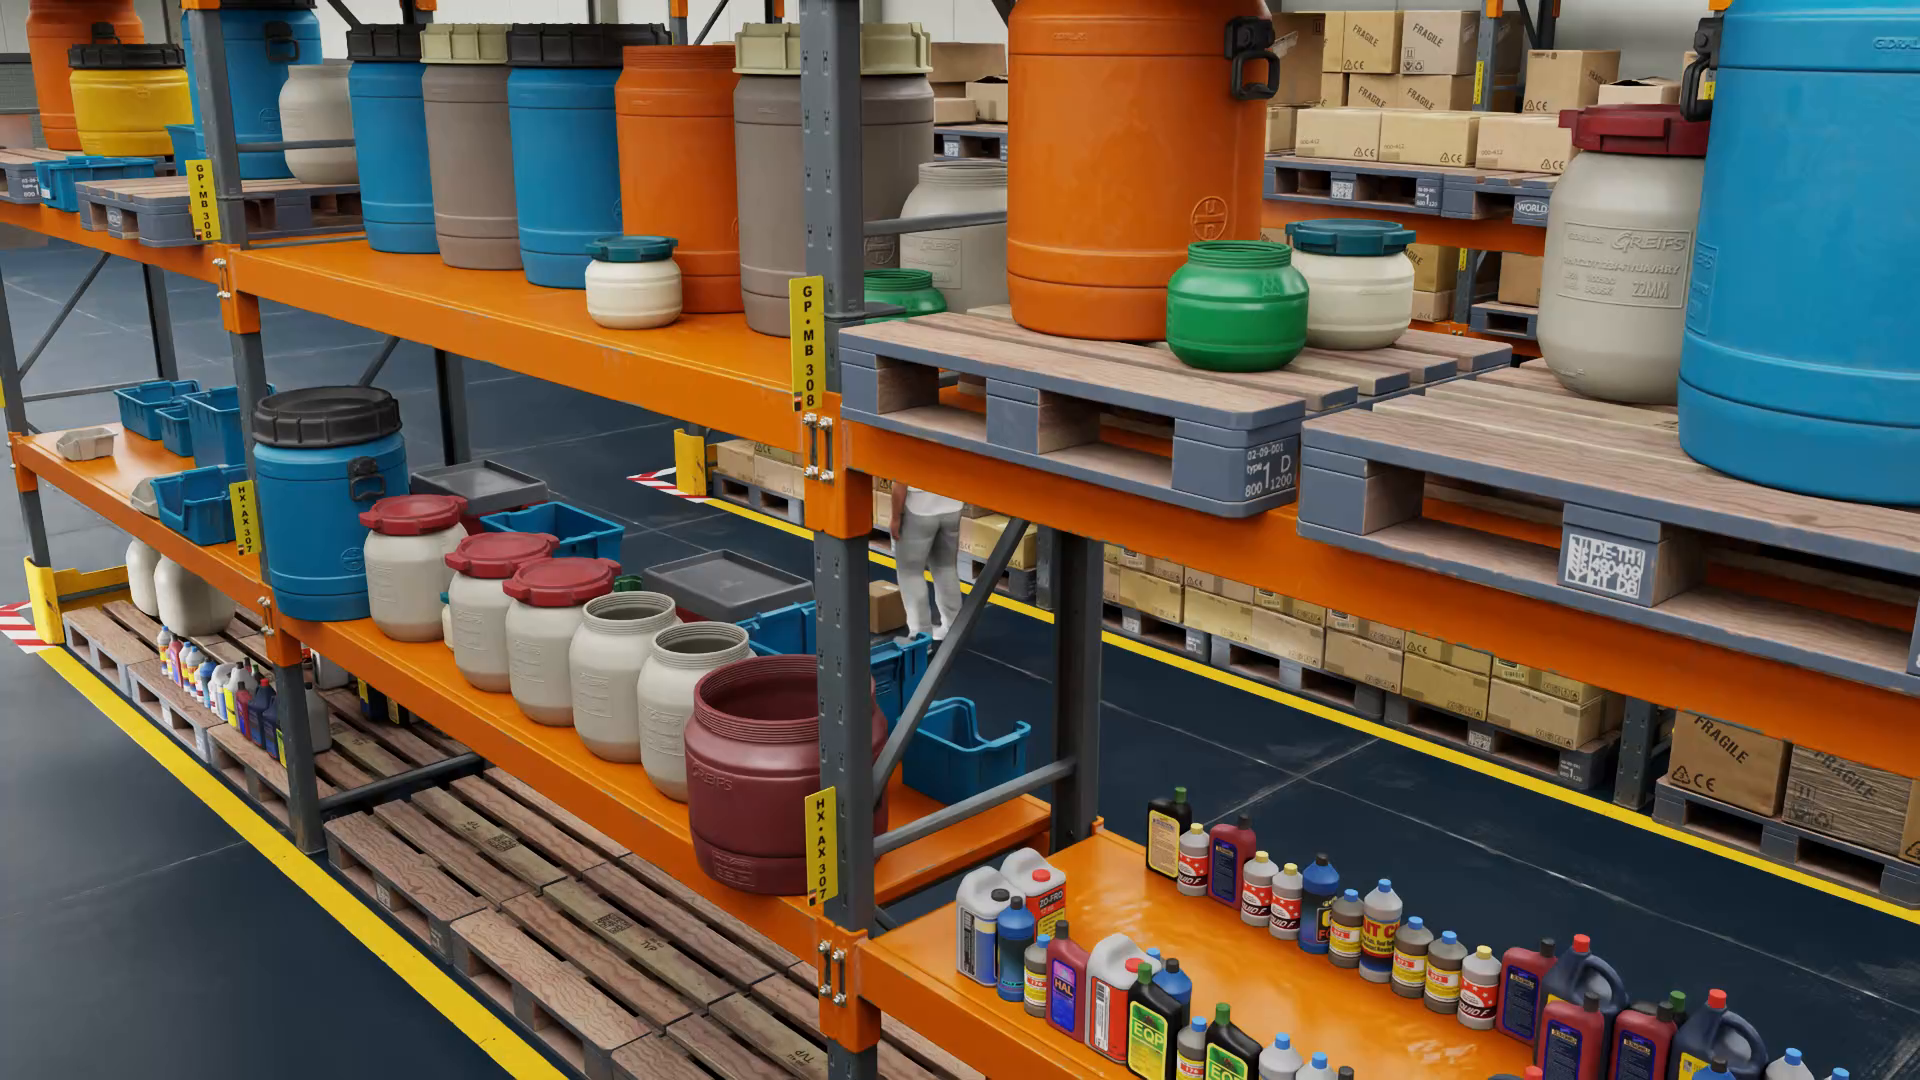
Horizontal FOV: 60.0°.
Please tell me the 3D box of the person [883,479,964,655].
[{"bbox_3d":[-0.212,-0.166,10.106,0.527,1.740,0.393,-13,22,-37],"label":"person"}]
